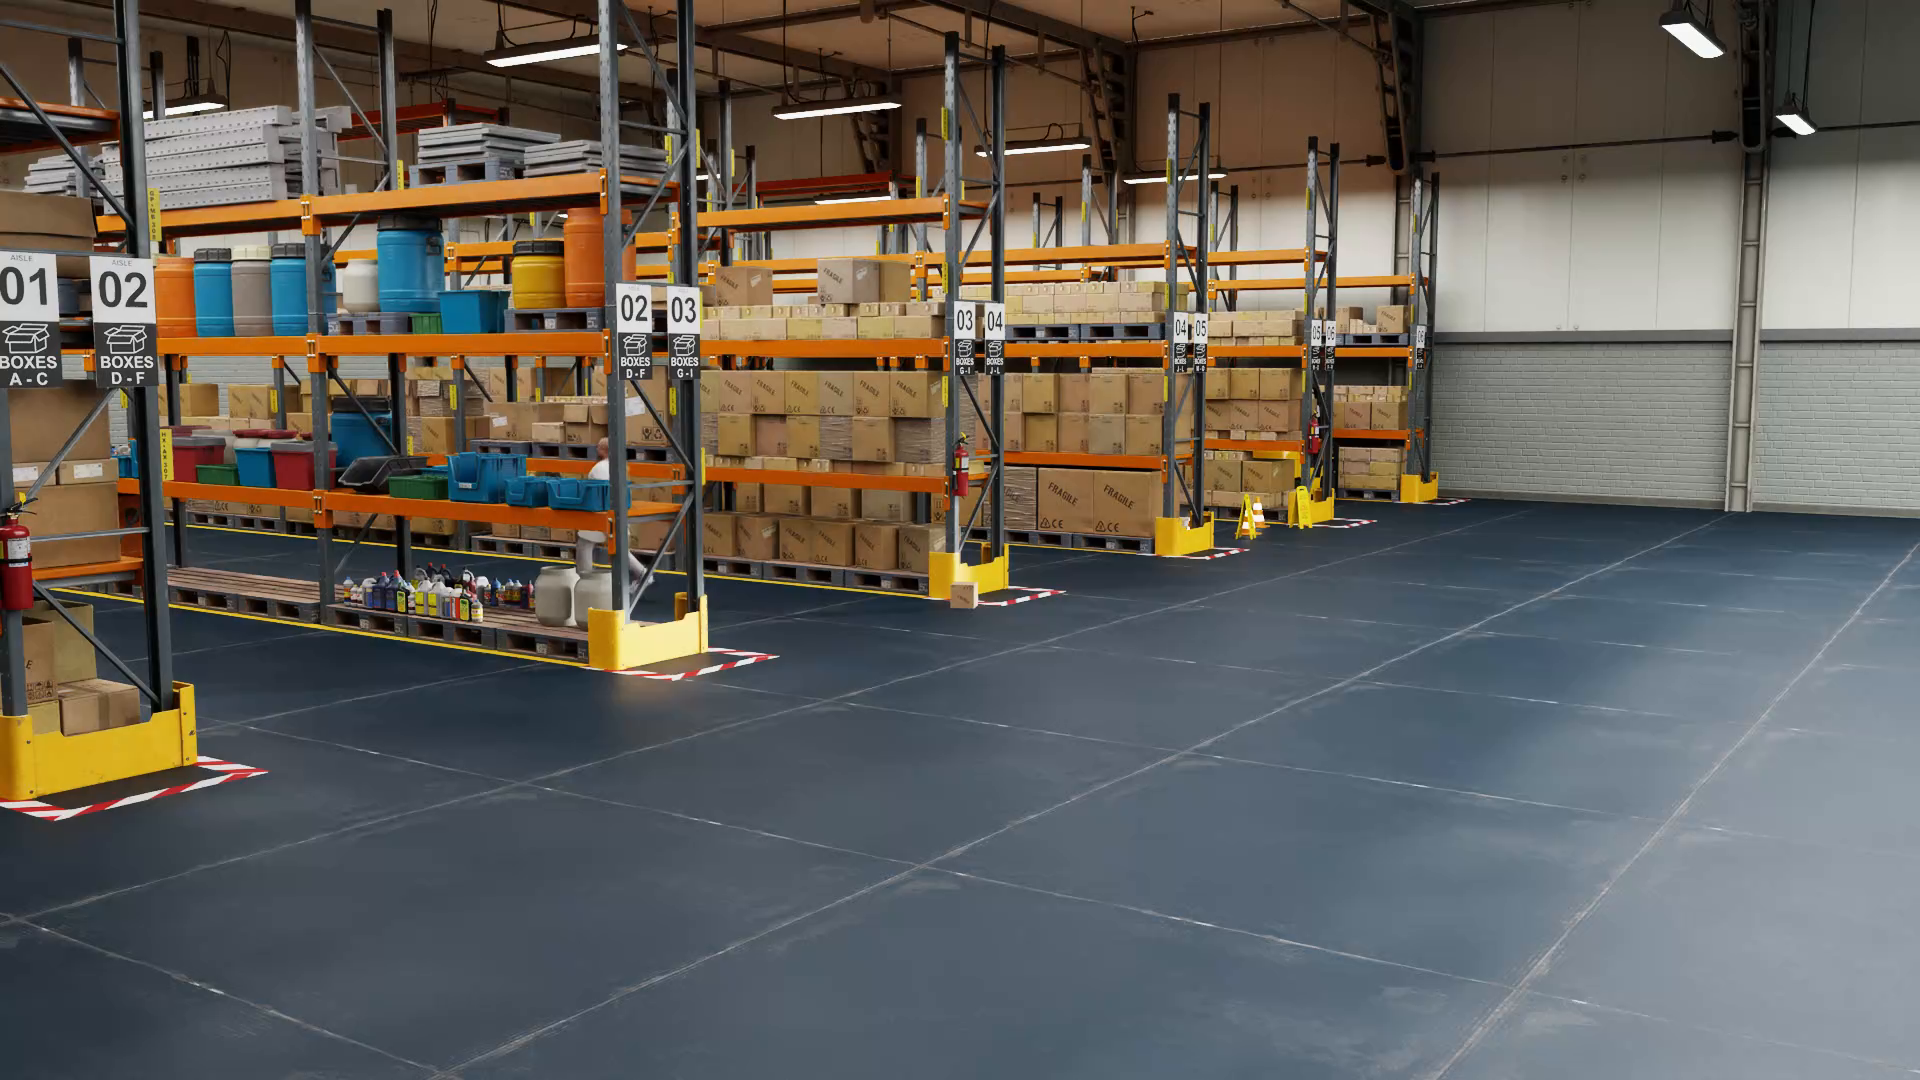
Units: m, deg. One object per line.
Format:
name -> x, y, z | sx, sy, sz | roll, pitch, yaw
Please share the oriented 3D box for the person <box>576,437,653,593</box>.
person -> -3.808, -0.245, 17.920 | 1.069, 1.736, 0.567 | 3, 7, 27
